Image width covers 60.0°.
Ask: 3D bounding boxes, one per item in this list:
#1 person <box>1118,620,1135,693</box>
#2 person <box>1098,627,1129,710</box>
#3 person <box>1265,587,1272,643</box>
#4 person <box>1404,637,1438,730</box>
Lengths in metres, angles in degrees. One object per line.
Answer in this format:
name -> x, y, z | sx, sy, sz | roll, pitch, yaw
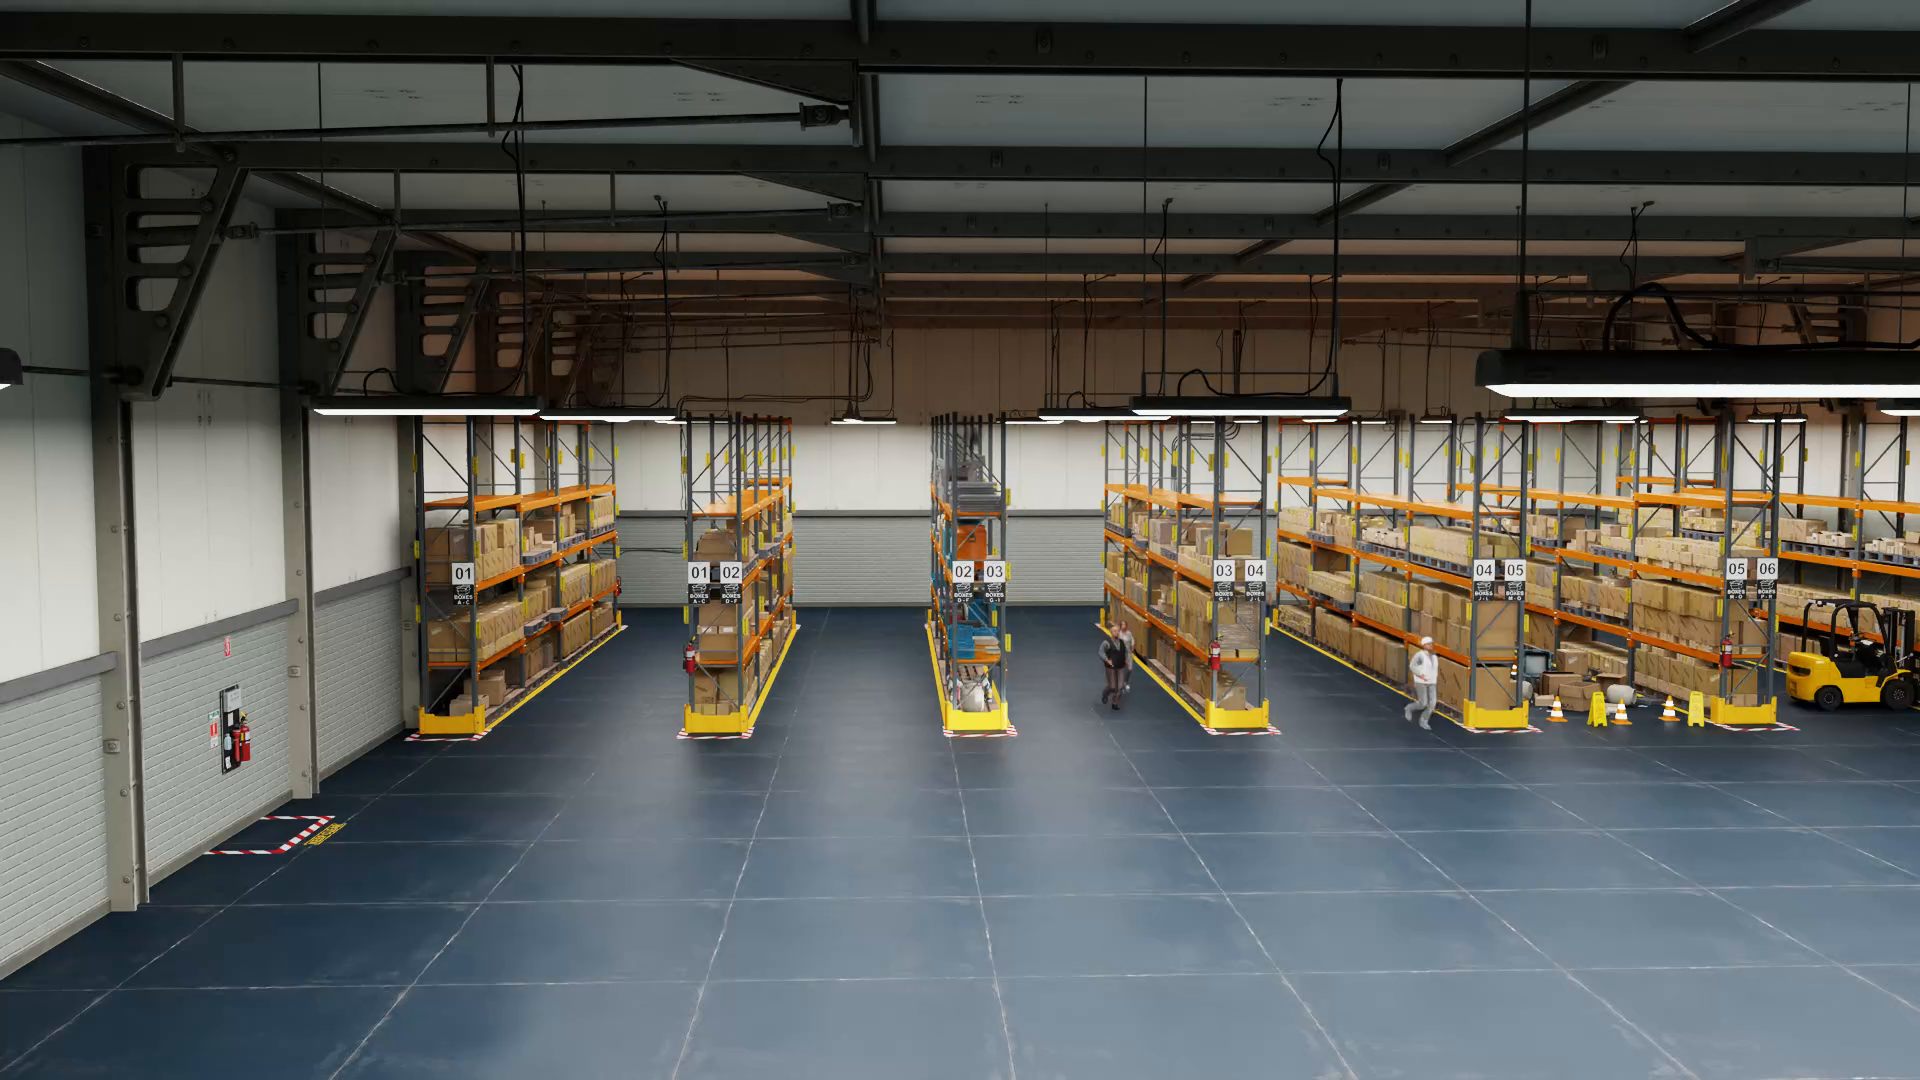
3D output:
person -> 3.518, 2.505, 35.597 | 0.510, 1.564, 0.644 | 0, 4, -7
person -> 3.125, 2.590, 33.688 | 0.653, 1.677, 0.584 | -1, 4, -21
person -> 8.062, 1.876, 44.586 | 0.613, 1.691, 0.895 | 0, 4, -1
person -> 8.862, 2.709, 31.746 | 0.681, 1.742, 0.648 | -2, 4, -24
